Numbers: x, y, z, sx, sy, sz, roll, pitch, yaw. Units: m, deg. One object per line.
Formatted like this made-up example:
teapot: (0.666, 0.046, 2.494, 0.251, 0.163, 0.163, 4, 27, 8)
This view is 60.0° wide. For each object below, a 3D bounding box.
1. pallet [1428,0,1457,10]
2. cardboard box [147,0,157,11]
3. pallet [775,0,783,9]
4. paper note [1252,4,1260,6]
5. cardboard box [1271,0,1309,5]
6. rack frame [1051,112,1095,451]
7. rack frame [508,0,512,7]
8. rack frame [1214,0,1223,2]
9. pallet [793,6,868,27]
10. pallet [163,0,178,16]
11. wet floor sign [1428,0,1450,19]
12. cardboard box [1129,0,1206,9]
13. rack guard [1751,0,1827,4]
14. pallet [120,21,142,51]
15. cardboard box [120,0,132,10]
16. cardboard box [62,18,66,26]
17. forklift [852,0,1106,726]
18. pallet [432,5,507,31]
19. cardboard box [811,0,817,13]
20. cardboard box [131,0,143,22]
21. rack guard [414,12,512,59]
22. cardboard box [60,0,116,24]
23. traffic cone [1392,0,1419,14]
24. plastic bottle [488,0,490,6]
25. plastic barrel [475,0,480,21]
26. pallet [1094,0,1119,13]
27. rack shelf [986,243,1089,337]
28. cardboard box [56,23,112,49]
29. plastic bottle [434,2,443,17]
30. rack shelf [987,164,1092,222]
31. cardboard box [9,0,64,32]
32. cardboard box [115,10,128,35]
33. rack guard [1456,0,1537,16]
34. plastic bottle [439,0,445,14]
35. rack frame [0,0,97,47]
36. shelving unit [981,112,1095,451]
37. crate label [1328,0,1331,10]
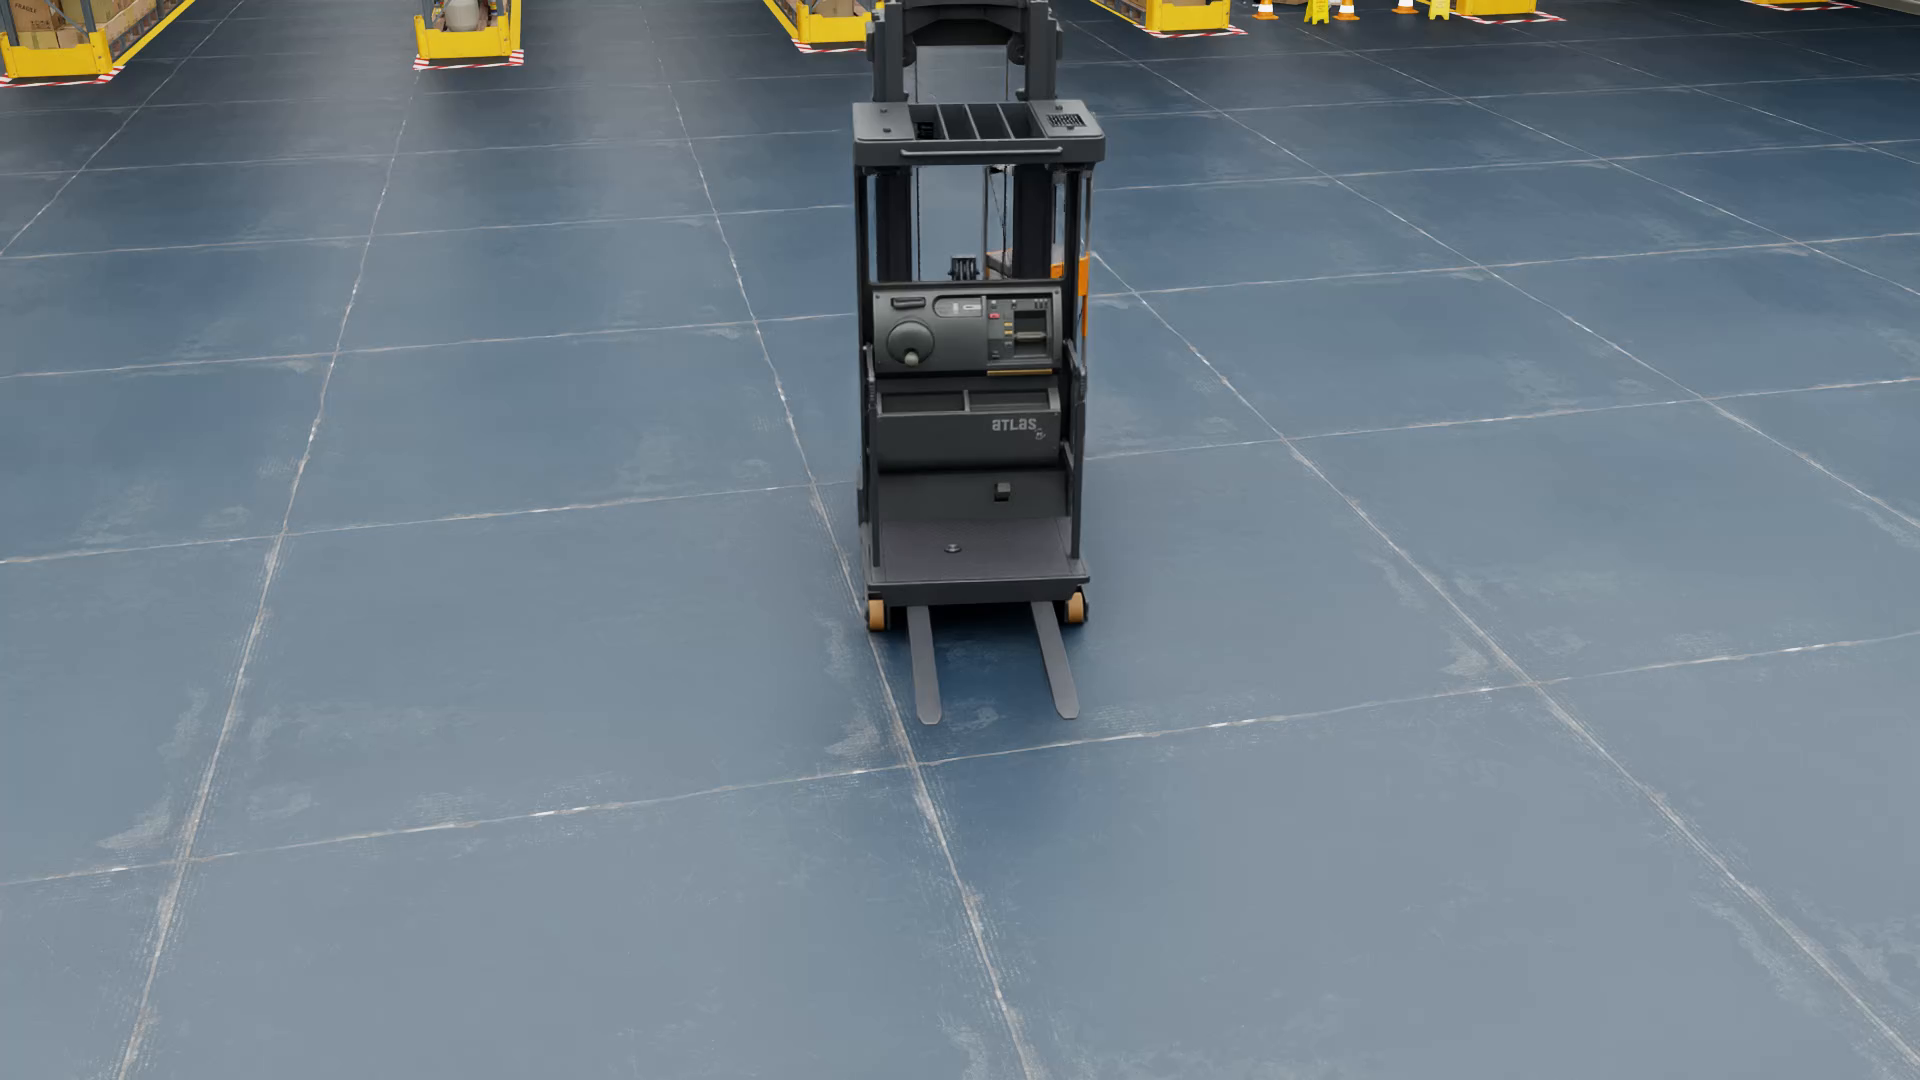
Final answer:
pallet: (7.870, -8.362, 25.582, 1.003, 0.211, 1.213, -6, 27, -12)
cardboard box: (-11.856, -7.737, 23.835, 0.500, 0.250, 0.500, -6, 27, -12)
pallet: (-2.335, -8.426, 25.710, 1.003, 0.211, 1.213, -6, 27, -12)
paper note: (4.546, -8.182, 25.429, 0.144, 0.017, 0.142, 3, 27, 6)
cardboard box: (5.173, -8.612, 25.755, 0.637, 0.503, 0.797, 19, 32, 32)
rack frame: (0.652, -1.538, 9.967, 0.015, 2.100, 0.400, -15, 31, -27)
rack frame: (-7.346, -9.460, 24.663, 1.000, 3.000, 0.127, -6, 27, -12)
rack frame: (3.236, -8.666, 23.090, 1.000, 3.000, 0.127, -6, 27, -12)
pallet: (-1.785, -7.355, 23.588, 1.003, 0.211, 1.213, -6, 27, -12)
pallet: (-12.377, -8.033, 24.931, 1.003, 0.211, 1.213, -6, 27, -12)
wet floor sign: (7.036, -7.970, 24.324, 0.267, 0.644, 0.232, 3, 27, 6)
cardboard box: (3.019, -8.196, 24.051, 0.875, 0.875, 0.875, -6, 27, -11)
rack guard: (12.876, -8.592, 25.718, 1.175, 0.500, 0.348, -6, 27, -12)
pallet: (-11.756, -6.823, 22.534, 1.003, 0.211, 1.213, -6, 27, -12)
cardboard box: (-11.511, -7.414, 22.363, 0.500, 0.500, 0.500, -6, 27, -12)
cardboard box: (-11.805, -6.586, 21.555, 0.500, 0.250, 0.500, -6, 27, -12)
forklift: (0.057, -1.004, 7.987, 1.130, 2.935, 3.031, -2, 27, -4)
pallet: (-6.957, -7.379, 23.635, 1.003, 0.211, 1.213, -6, 27, -12)
cardboard box: (-1.912, -7.813, 23.708, 0.500, 0.500, 0.500, 1, 27, 2)
cardboard box: (-11.626, -7.298, 22.966, 0.500, 0.250, 0.500, -6, 27, -12)
rack guard: (-6.508, -6.616, 21.803, 1.175, 0.500, 0.348, -6, 27, -12)
cardboard box: (-11.290, -6.974, 21.492, 0.500, 0.500, 0.500, -6, 27, -12)
traffic cone: (6.682, -8.138, 24.860, 0.336, 0.463, 0.334, -6, 27, -12)
plastic bottle: (-6.772, -7.889, 24.085, 0.152, 0.276, 0.135, -5, 27, -11)
plastic barrel: (-6.781, -7.282, 22.642, 0.421, 0.512, 0.421, 0, 27, 0)
pallet: (2.708, -8.298, 25.457, 1.003, 0.211, 1.213, -6, 27, -12)
rack shelf: (0.443, -1.469, 9.860, 0.480, 0.518, 0.431, -15, 31, -27)
cardboard box: (-11.176, -6.420, 21.226, 0.500, 0.250, 0.500, -6, 27, -12)
plastic bottle: (-7.286, -7.412, 23.224, 0.097, 0.201, 0.097, 0, 27, 0)
rack shelf: (0.443, -2.094, 9.545, 0.480, 0.518, 0.431, -15, 31, -27)
cardboard box: (-11.682, -6.702, 20.953, 0.500, 0.500, 0.500, -6, 27, -12)
cardboard box: (-11.404, -6.859, 22.095, 0.500, 0.250, 0.500, -6, 27, -12)
rack guard: (8.019, -8.130, 24.803, 1.175, 0.500, 0.348, -6, 27, -12)
plastic bottle: (-7.316, -7.559, 23.432, 0.152, 0.276, 0.135, -6, 27, -11)
rack frame: (-11.272, -7.202, 20.190, 1.000, 3.000, 0.127, -6, 27, -12)
shelving unit: (0.443, -1.481, 9.854, 0.503, 2.100, 0.431, -15, 31, -27)
crate label: (5.440, -8.069, 25.086, 0.250, 0.136, 0.298, -23, 35, -38)
